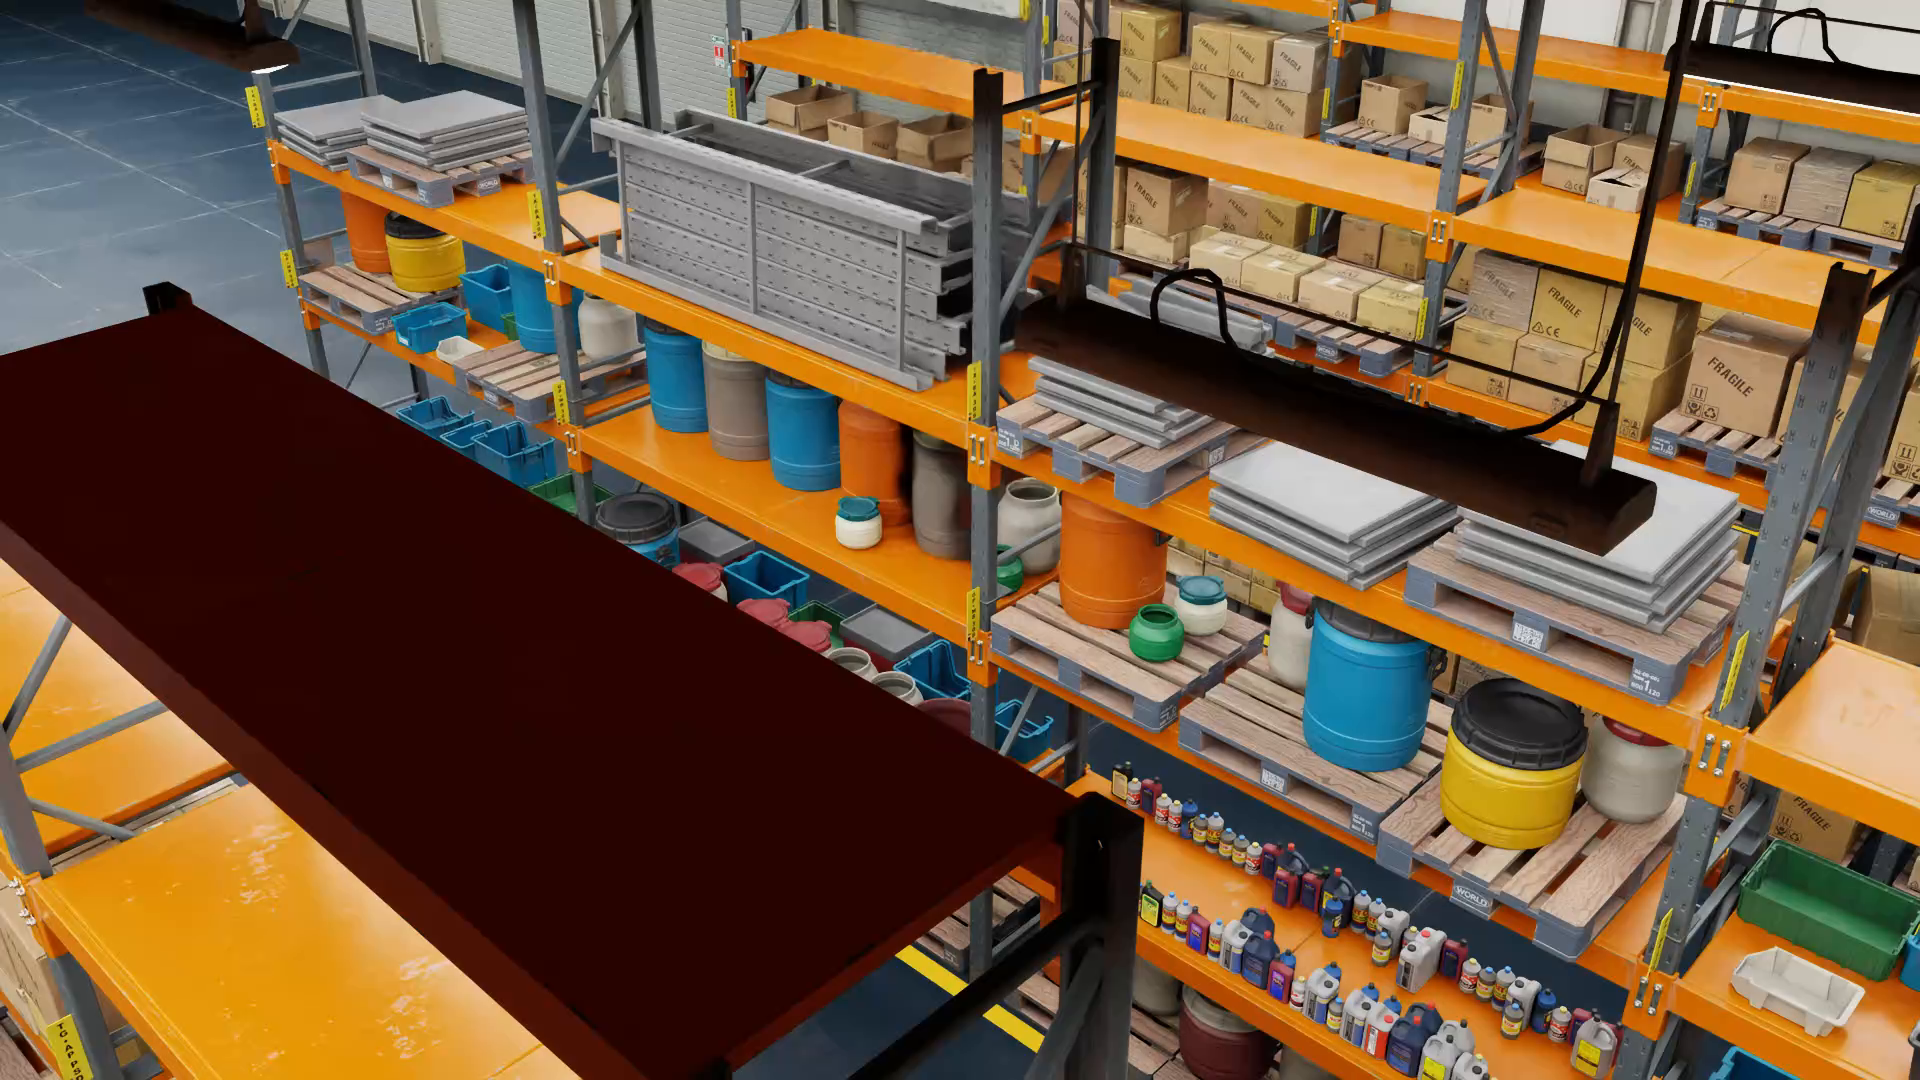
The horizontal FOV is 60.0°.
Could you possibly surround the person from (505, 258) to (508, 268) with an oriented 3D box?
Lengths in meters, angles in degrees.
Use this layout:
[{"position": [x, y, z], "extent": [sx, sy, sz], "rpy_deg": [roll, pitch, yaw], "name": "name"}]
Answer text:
[{"position": [-5.546, -3.696, 21.003], "extent": [0.817, 1.755, 0.676], "rpy_deg": [-18, 34, -28], "name": "person"}]
